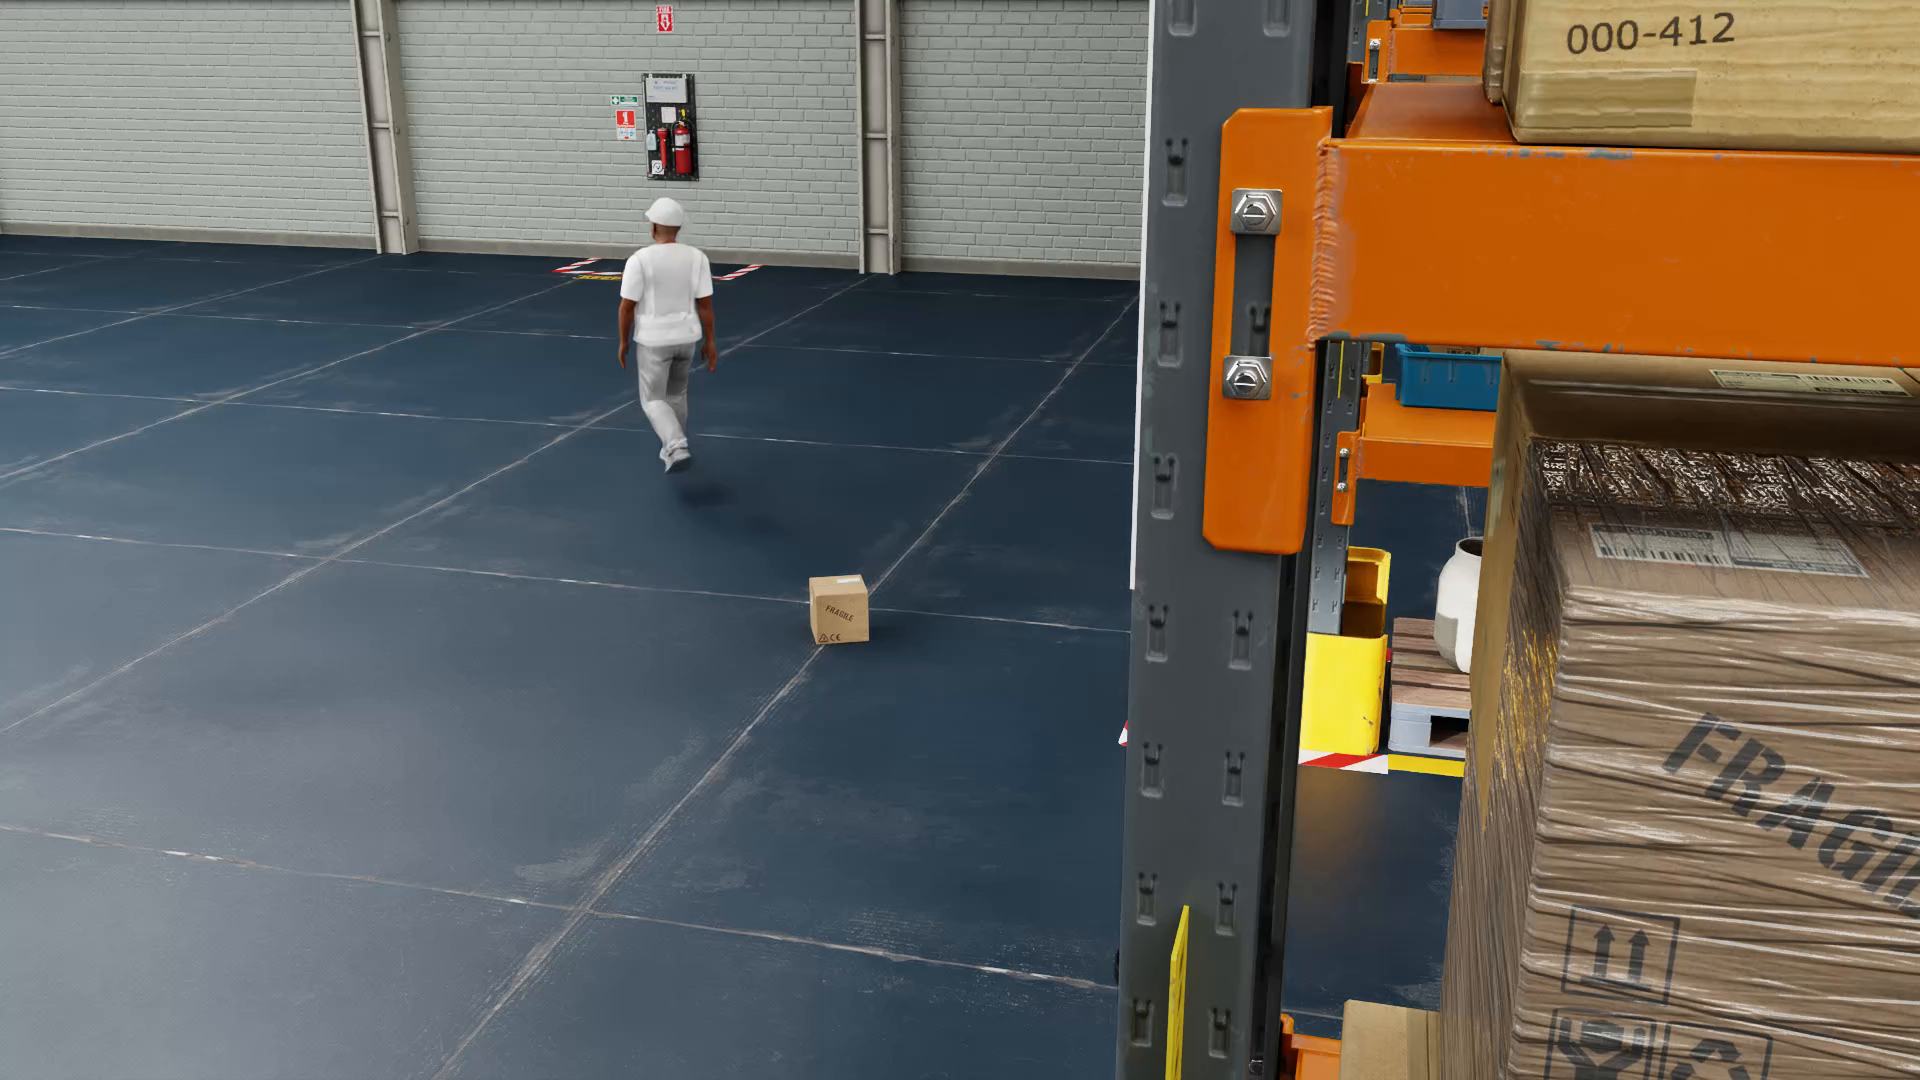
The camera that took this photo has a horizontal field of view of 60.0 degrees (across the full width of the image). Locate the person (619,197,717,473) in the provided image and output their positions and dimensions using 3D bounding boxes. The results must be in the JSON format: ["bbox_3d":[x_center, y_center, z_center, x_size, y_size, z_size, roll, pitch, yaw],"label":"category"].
[{"bbox_3d":[-1.812,-1.237,10.288,0.579,1.738,0.898,-10,21,-28],"label":"person"}]
